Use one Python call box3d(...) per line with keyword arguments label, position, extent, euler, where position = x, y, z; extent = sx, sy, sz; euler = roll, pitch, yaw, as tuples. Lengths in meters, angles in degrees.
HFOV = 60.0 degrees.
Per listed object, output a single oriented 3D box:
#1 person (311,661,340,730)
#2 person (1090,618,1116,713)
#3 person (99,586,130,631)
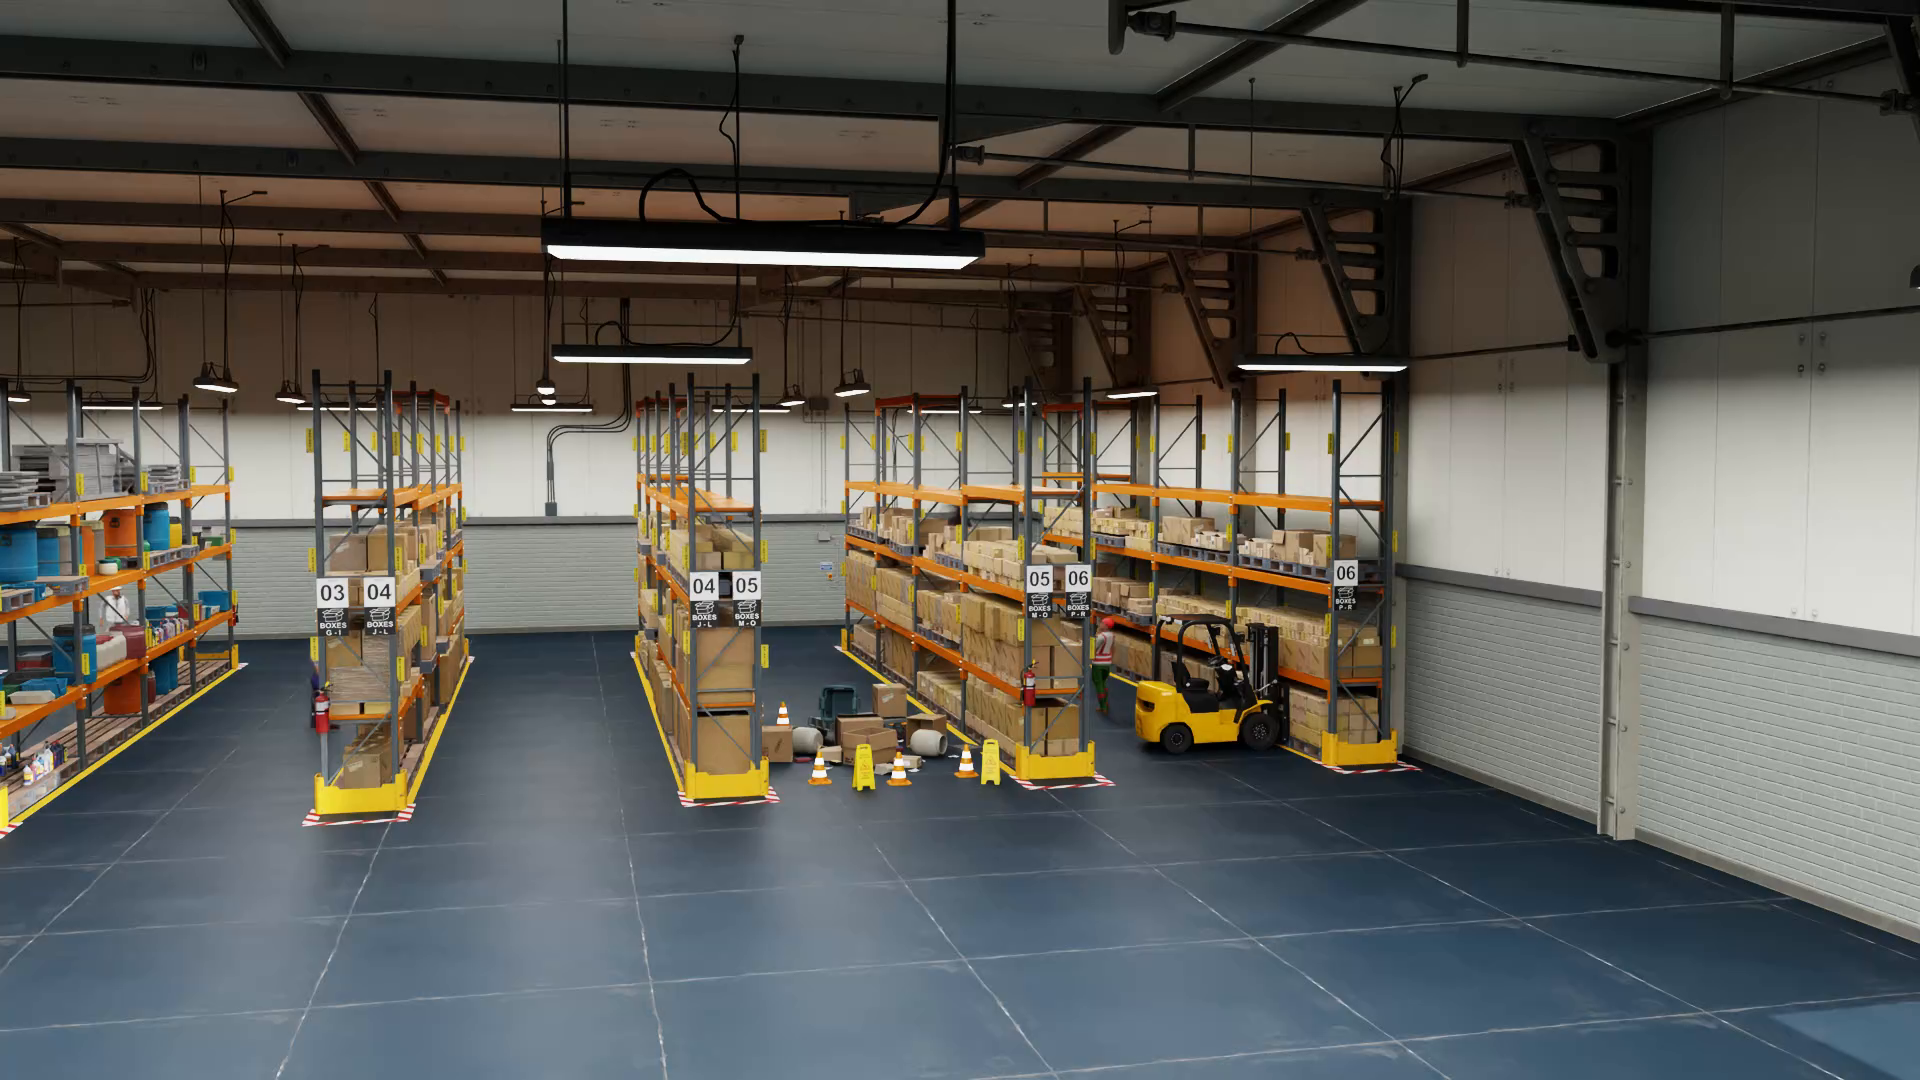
box3d(label="person", position=(-11.117, 2.493, 29.131), extent=(0.441, 1.642, 0.558), euler=(-2, 4, -27))
box3d(label="person", position=(2.592, 2.336, 30.838), extent=(0.645, 1.797, 0.542), euler=(-1, 4, -24))
box3d(label="person", position=(-19.745, 1.918, 38.841), extent=(0.665, 1.798, 0.888), euler=(-1, 3, -14))
